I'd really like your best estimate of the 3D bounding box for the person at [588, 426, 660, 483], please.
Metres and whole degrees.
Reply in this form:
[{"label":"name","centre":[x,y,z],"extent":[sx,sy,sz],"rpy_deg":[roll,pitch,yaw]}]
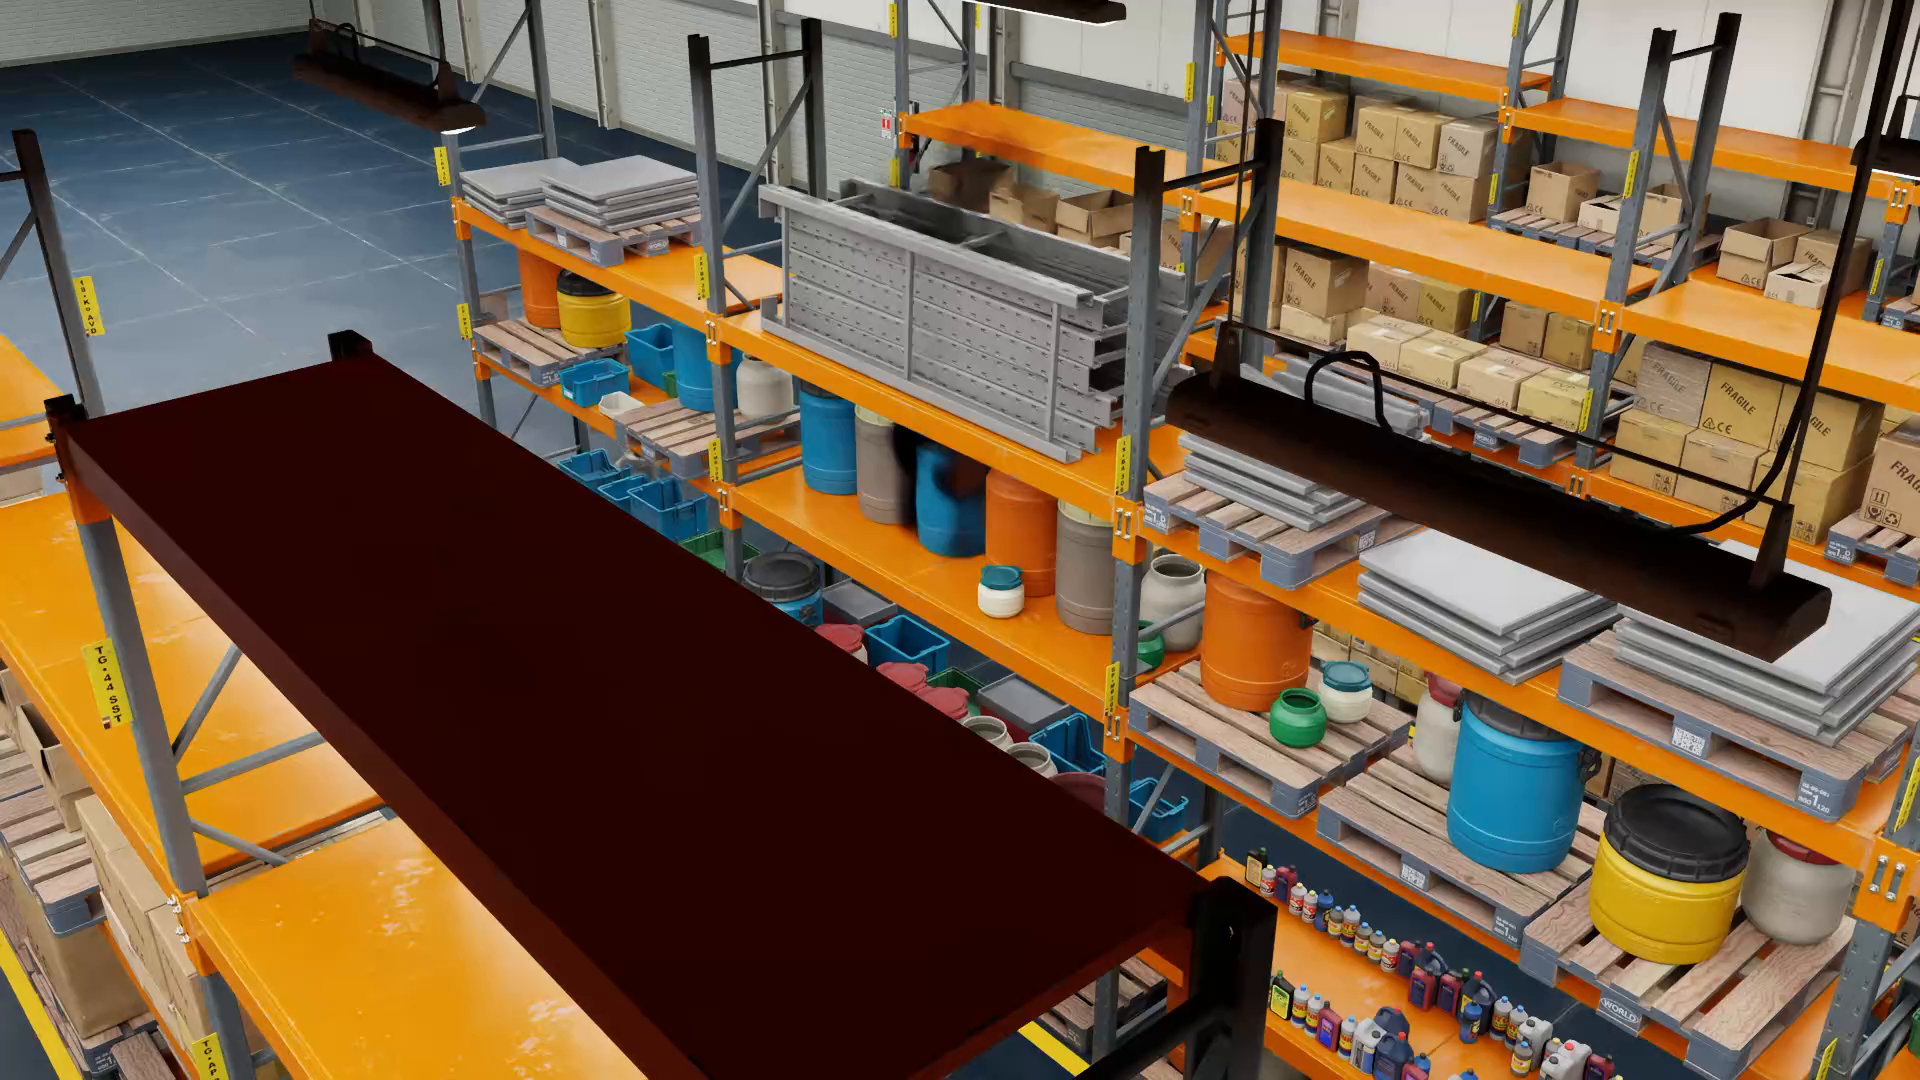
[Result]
[{"label":"person","centre":[-3.412,-0.867,17.515],"extent":[0.971,1.672,0.742],"rpy_deg":[-2,27,-3]}]
